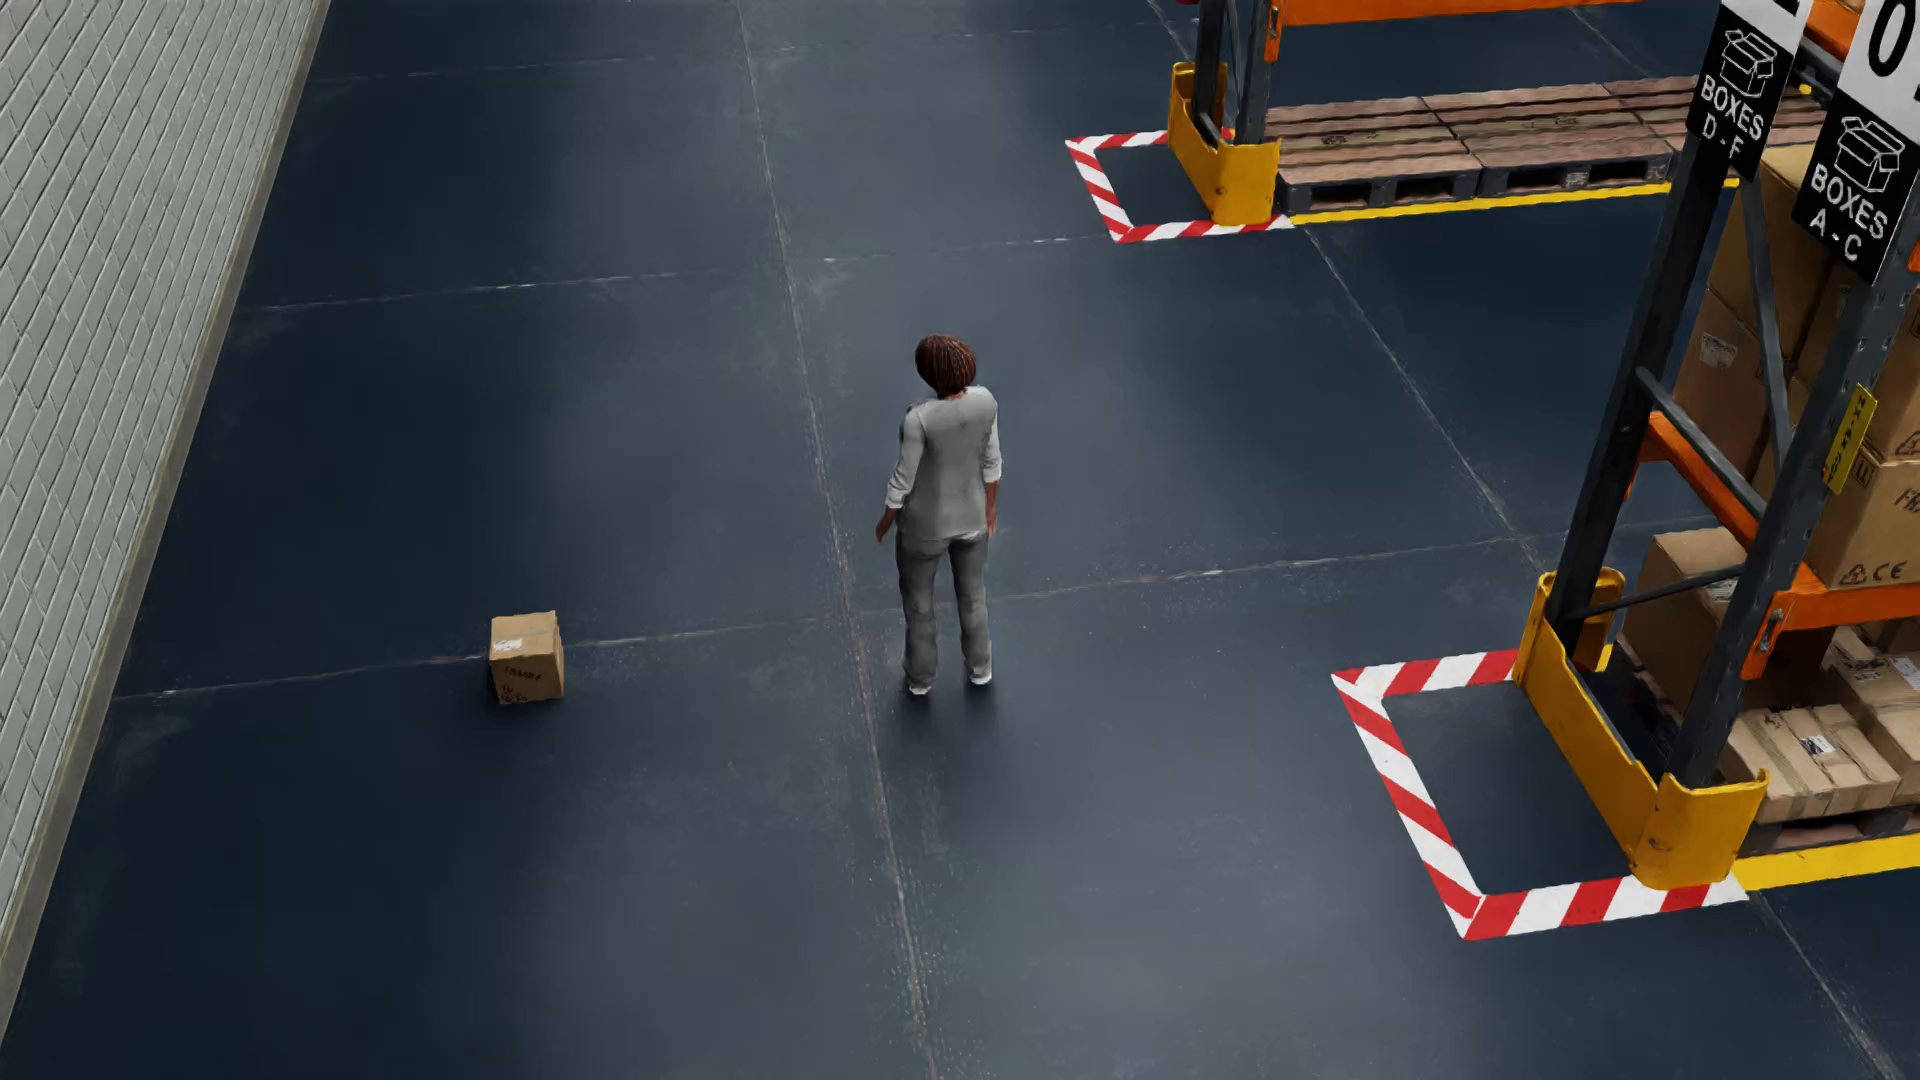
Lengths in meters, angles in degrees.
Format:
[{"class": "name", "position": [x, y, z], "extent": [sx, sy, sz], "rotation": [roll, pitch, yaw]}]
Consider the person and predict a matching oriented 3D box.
[{"class": "person", "position": [-0.068, -0.072, 6.211], "extent": [0.471, 1.605, 0.341], "rotation": [-19, 43, -22]}]
